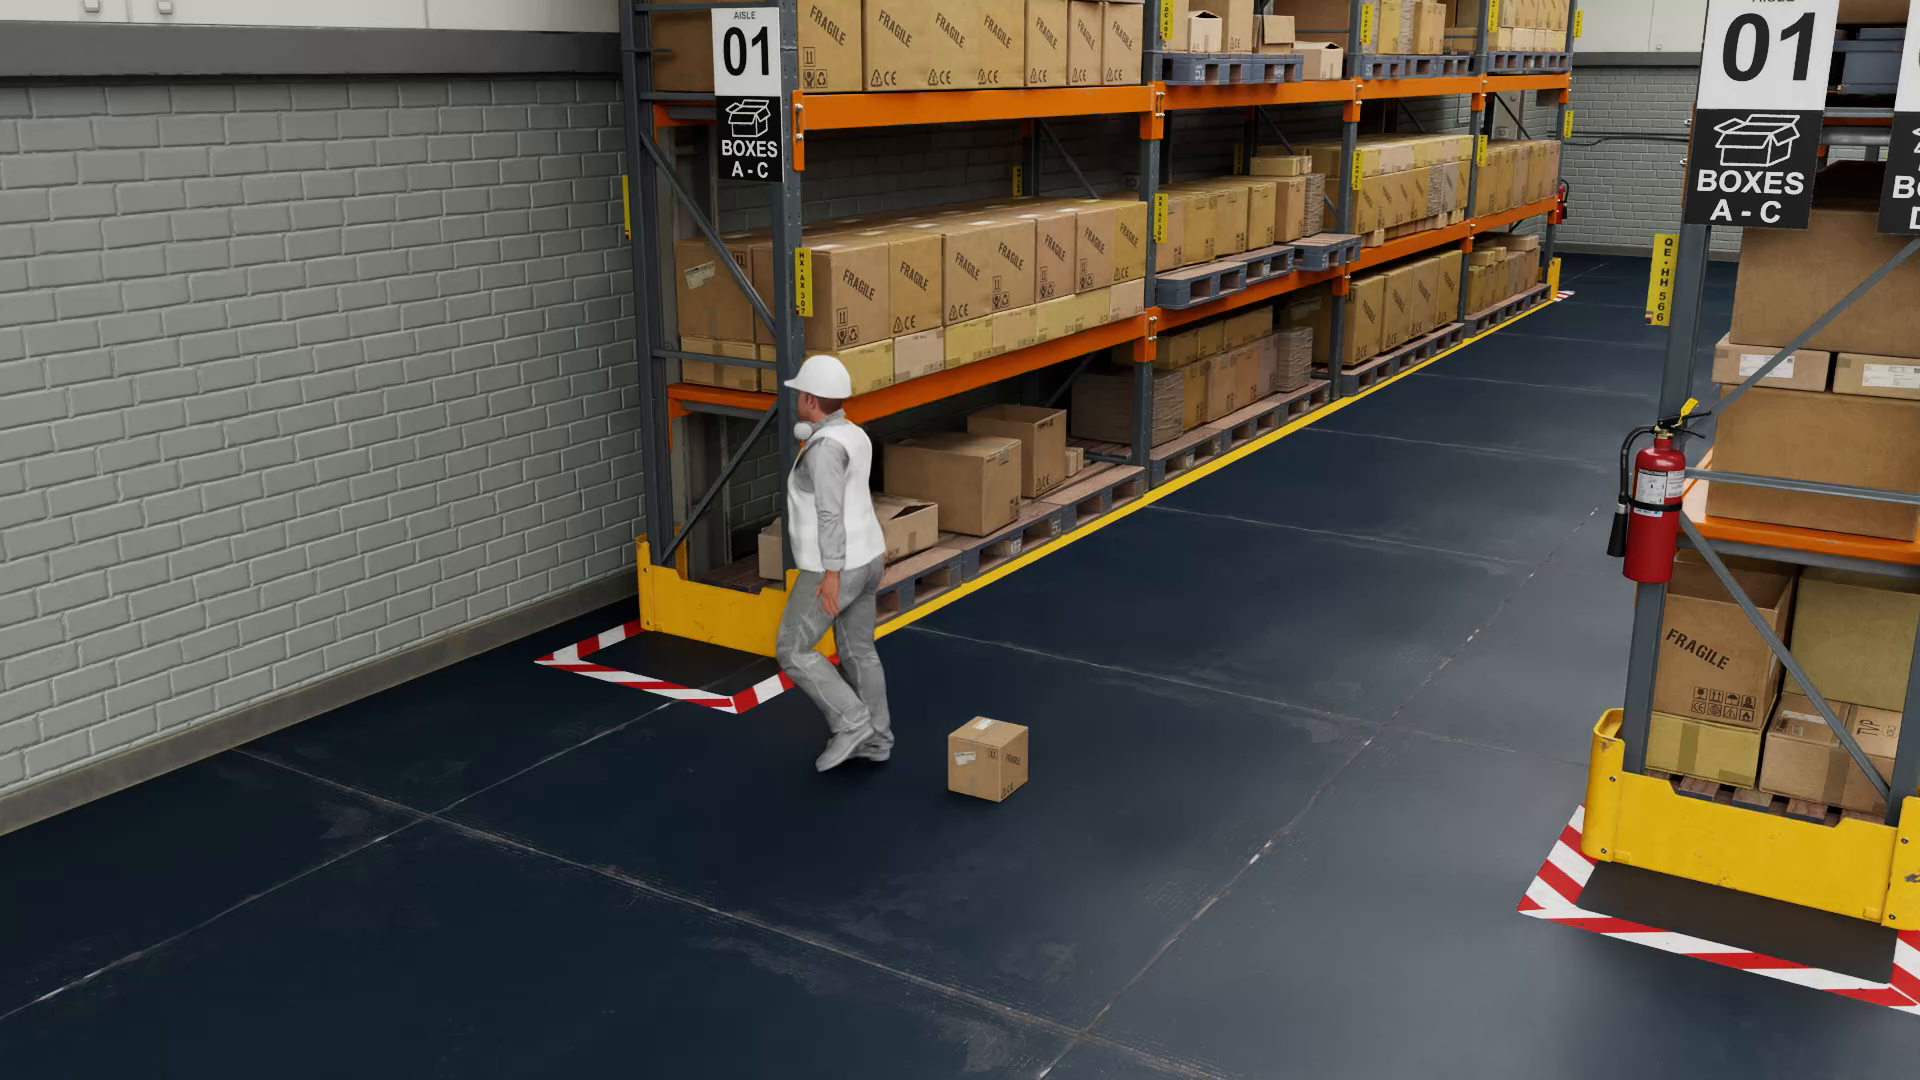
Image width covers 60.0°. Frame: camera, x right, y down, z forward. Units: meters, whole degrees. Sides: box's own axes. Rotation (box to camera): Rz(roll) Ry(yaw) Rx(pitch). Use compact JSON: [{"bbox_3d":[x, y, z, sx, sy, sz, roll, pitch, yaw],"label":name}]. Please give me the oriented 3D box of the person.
[{"bbox_3d":[-0.513,0.094,7.093,0.488,1.760,0.560,5,17,18],"label":"person"}]
